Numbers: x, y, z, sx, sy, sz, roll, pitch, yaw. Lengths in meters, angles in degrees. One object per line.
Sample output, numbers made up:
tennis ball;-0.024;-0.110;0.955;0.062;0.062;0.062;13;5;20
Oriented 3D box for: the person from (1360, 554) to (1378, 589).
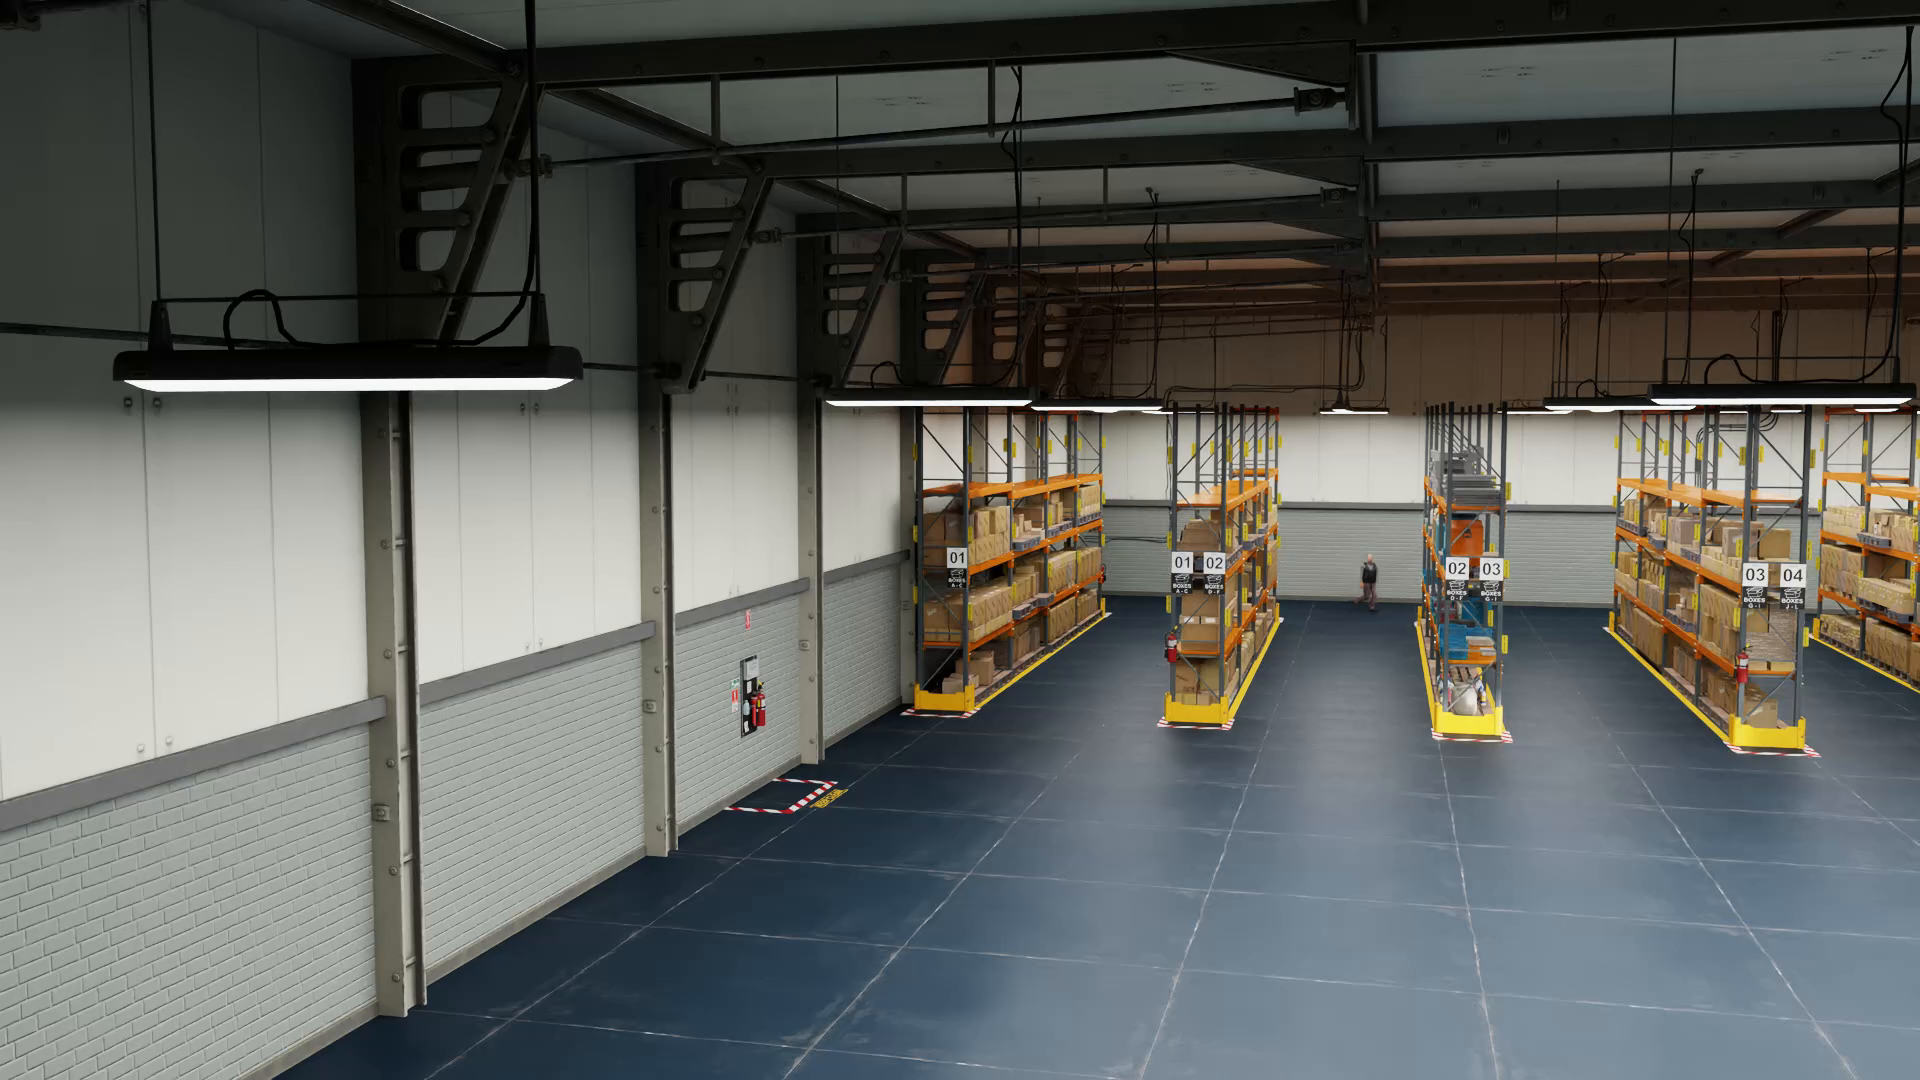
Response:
person;12.006;0.930;48.779;0.557;1.026;0.405;-4;6;-41
